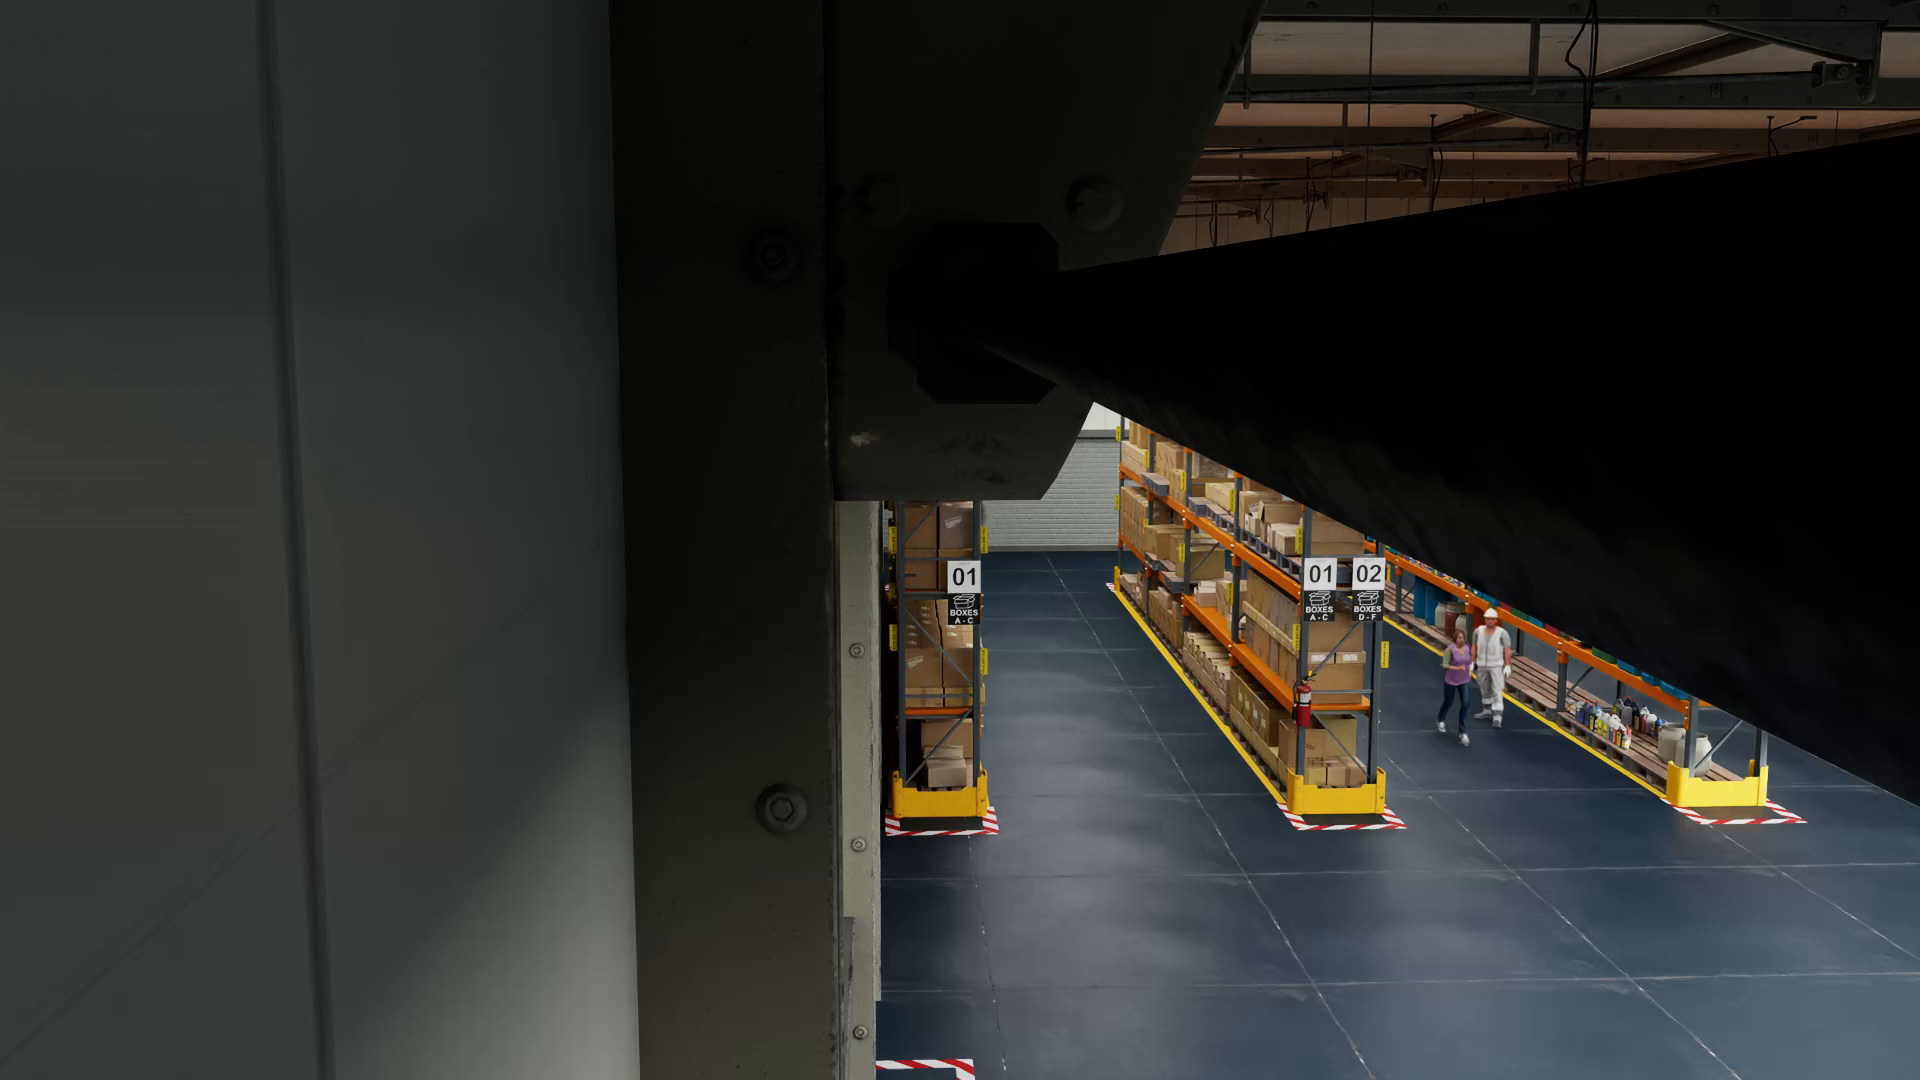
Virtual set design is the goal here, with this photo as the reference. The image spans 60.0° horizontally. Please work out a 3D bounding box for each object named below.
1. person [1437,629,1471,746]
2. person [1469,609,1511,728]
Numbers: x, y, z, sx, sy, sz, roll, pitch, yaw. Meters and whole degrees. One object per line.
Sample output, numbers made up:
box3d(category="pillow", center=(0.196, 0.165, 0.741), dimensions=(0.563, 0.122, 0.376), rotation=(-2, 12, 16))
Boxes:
box3d(category="person", center=(7.158, 2.077, 24.017), dimensions=(0.535, 1.626, 0.823), rotation=(-1, 8, -8))
box3d(category="person", center=(7.905, 1.890, 24.796), dimensions=(0.655, 1.748, 0.857), rotation=(6, 10, 37))
